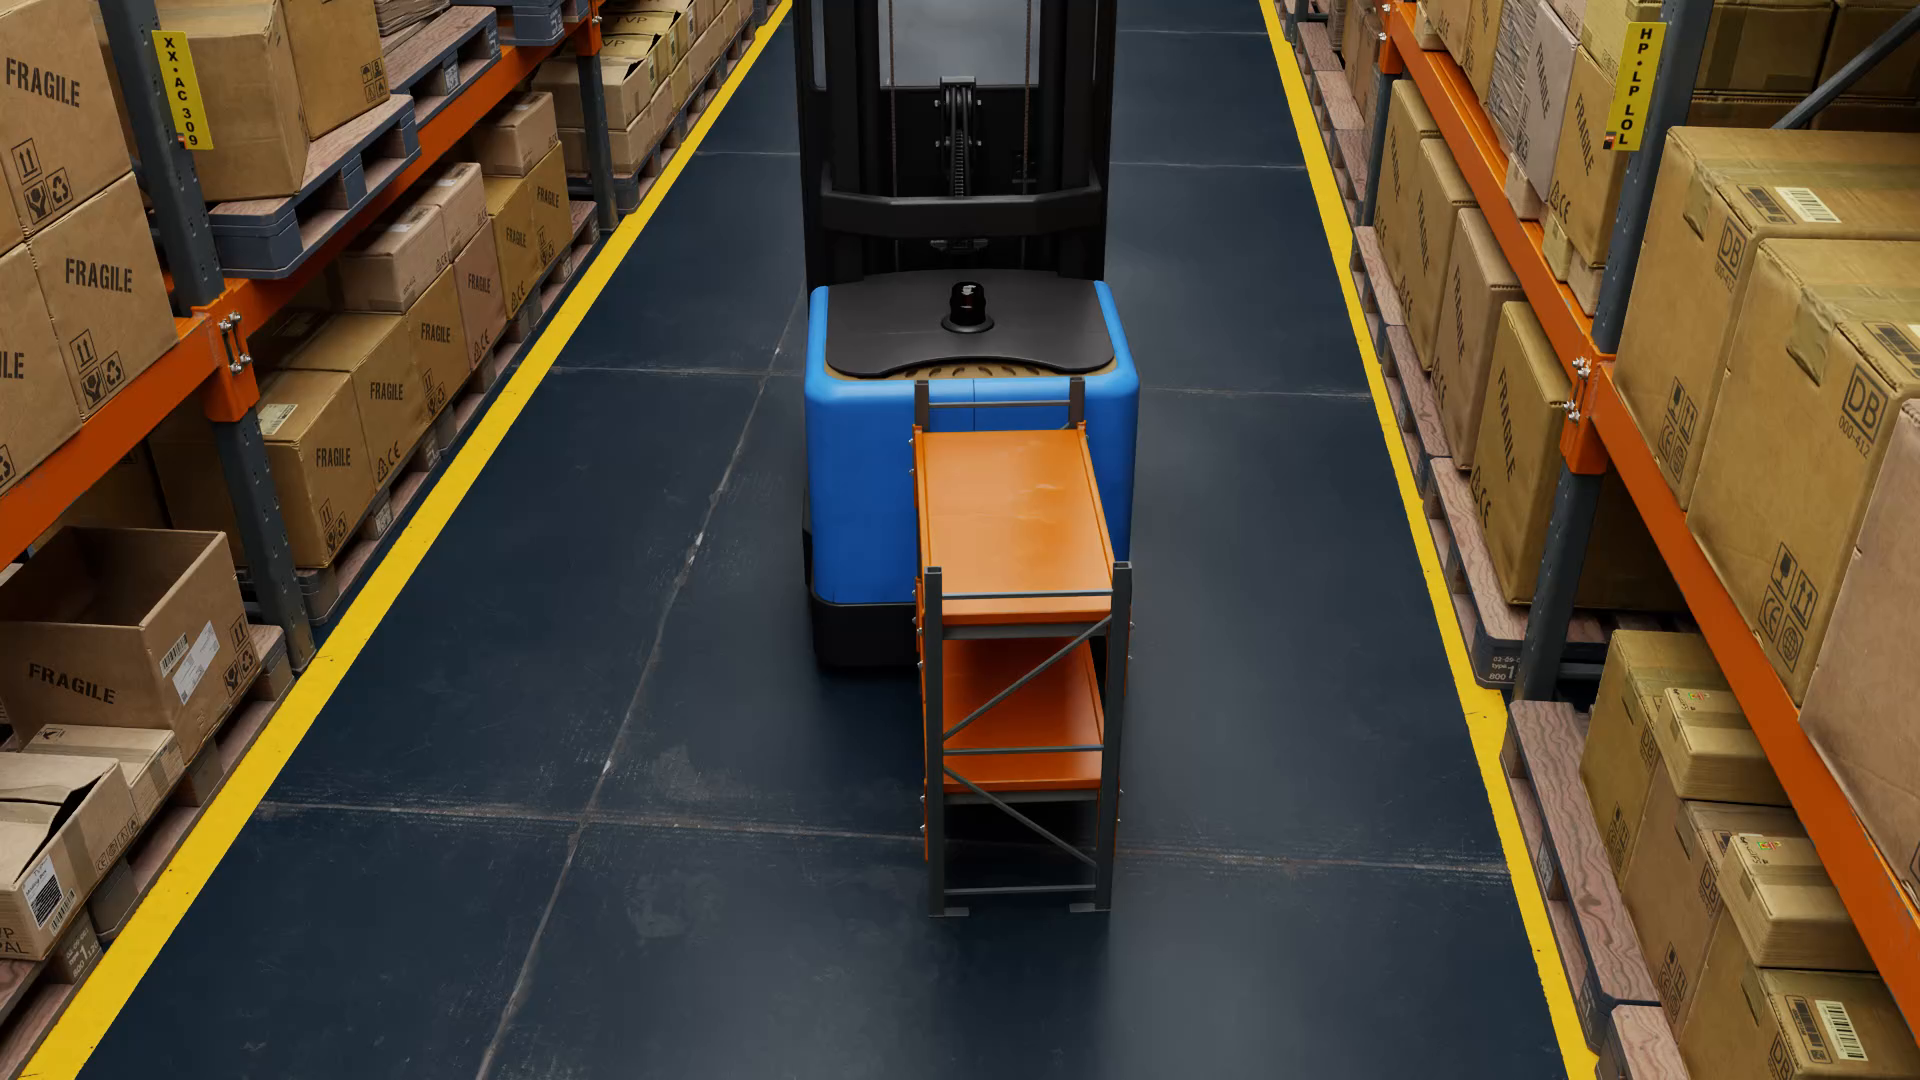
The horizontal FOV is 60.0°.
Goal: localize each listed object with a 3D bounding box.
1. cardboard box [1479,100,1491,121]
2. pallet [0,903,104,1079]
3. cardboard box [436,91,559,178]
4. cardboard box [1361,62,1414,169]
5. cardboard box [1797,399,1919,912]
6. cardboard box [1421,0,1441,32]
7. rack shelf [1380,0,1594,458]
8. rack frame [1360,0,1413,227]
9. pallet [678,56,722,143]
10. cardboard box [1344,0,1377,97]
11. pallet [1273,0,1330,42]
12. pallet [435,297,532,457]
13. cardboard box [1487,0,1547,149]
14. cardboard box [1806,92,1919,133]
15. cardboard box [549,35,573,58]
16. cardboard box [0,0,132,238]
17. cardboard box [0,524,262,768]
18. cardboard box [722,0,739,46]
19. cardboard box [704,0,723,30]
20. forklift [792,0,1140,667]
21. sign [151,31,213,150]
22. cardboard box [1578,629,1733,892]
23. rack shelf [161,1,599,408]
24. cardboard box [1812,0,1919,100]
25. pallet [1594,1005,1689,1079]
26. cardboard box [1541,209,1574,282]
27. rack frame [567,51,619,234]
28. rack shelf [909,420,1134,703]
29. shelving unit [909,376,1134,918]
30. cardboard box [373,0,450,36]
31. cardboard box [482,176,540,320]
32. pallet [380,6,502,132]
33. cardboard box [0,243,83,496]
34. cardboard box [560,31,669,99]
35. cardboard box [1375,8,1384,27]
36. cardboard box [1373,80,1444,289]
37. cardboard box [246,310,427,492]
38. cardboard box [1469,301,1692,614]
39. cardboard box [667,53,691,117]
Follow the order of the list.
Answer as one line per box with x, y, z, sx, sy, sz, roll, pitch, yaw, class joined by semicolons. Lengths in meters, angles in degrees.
2.213;-1.702;6.373;0.380;0.149;0.250;3;32;4;cardboard box
-2.832;1.303;3.935;1.003;0.211;1.213;2;32;4;pallet
-2.195;-1.888;7.703;0.500;0.250;0.500;4;32;6;cardboard box
2.591;-2.267;9.032;0.700;0.500;0.500;3;32;5;cardboard box
2.084;0.244;2.709;0.980;0.700;0.700;1;32;2;cardboard box
2.238;-2.426;6.930;0.500;0.500;0.500;3;32;6;cardboard box
2.422;-1.413;6.369;1.077;0.370;4.000;2;32;4;rack shelf
2.585;-2.765;7.878;1.000;3.000;0.127;2;32;4;rack frame
-2.145;-2.853;10.677;1.003;0.211;1.213;2;32;4;pallet
2.793;-3.057;10.314;0.700;0.500;0.500;3;32;5;cardboard box
2.930;-4.022;12.575;1.003;0.211;1.213;2;32;4;pallet
-2.553;-0.762;7.286;1.003;0.211;1.213;2;32;4;pallet
2.127;-1.633;5.642;0.500;0.500;0.500;3;32;4;cardboard box
2.548;-1.081;4.747;0.500;0.500;0.500;1;32;2;cardboard box
-2.520;-2.778;9.585;0.500;0.311;0.500;2;32;3;cardboard box
-2.462;-1.076;4.088;0.500;0.500;0.500;3;32;4;cardboard box
-2.442;0.304;4.861;0.500;0.500;0.500;2;32;4;cardboard box
-1.815;-3.581;11.422;0.500;0.250;0.500;2;32;3;cardboard box
-1.853;-3.556;10.847;0.500;0.311;0.500;2;32;4;cardboard box
-0.031;-1.576;6.014;1.130;2.935;3.031;-1;32;-2;forklift
-2.137;-1.232;4.566;0.100;0.325;0.005;2;32;4;sign
2.096;0.599;4.402;0.700;0.500;0.500;3;32;5;cardboard box
-2.516;-1.623;6.709;1.077;0.370;4.000;2;32;4;rack shelf
2.556;-1.400;4.550;0.500;0.250;0.500;3;32;6;cardboard box
2.023;1.548;3.537;1.003;0.211;1.213;2;32;4;pallet
2.001;-0.897;5.066;0.380;0.149;0.250;3;32;5;cardboard box
-2.353;-2.975;8.218;1.000;3.000;0.127;2;32;4;rack frame
0.140;0.029;4.573;0.538;0.278;1.000;-1;32;-2;rack shelf
0.140;0.278;4.726;0.538;1.125;1.048;-1;32;-2;shelving unit
-2.556;-2.392;6.776;0.700;0.500;0.500;8;33;13;cardboard box
-2.237;-1.328;7.509;0.500;0.500;0.500;1;32;2;cardboard box
-2.506;-1.876;6.618;1.003;0.211;1.213;2;32;4;pallet
-2.504;-0.384;3.918;0.500;0.500;0.500;3;32;5;cardboard box
-1.983;-2.758;9.552;0.500;0.311;0.500;2;32;3;cardboard box
2.737;-3.151;9.752;0.500;0.250;0.500;2;32;4;cardboard box
2.394;-1.650;7.717;0.750;0.750;0.750;2;32;3;cardboard box
-2.364;-0.528;6.211;0.500;0.500;0.500;3;32;5;cardboard box
2.182;-0.282;5.498;0.750;0.750;0.750;3;32;5;cardboard box
-1.941;-2.779;10.121;0.500;0.250;0.500;2;32;3;cardboard box
